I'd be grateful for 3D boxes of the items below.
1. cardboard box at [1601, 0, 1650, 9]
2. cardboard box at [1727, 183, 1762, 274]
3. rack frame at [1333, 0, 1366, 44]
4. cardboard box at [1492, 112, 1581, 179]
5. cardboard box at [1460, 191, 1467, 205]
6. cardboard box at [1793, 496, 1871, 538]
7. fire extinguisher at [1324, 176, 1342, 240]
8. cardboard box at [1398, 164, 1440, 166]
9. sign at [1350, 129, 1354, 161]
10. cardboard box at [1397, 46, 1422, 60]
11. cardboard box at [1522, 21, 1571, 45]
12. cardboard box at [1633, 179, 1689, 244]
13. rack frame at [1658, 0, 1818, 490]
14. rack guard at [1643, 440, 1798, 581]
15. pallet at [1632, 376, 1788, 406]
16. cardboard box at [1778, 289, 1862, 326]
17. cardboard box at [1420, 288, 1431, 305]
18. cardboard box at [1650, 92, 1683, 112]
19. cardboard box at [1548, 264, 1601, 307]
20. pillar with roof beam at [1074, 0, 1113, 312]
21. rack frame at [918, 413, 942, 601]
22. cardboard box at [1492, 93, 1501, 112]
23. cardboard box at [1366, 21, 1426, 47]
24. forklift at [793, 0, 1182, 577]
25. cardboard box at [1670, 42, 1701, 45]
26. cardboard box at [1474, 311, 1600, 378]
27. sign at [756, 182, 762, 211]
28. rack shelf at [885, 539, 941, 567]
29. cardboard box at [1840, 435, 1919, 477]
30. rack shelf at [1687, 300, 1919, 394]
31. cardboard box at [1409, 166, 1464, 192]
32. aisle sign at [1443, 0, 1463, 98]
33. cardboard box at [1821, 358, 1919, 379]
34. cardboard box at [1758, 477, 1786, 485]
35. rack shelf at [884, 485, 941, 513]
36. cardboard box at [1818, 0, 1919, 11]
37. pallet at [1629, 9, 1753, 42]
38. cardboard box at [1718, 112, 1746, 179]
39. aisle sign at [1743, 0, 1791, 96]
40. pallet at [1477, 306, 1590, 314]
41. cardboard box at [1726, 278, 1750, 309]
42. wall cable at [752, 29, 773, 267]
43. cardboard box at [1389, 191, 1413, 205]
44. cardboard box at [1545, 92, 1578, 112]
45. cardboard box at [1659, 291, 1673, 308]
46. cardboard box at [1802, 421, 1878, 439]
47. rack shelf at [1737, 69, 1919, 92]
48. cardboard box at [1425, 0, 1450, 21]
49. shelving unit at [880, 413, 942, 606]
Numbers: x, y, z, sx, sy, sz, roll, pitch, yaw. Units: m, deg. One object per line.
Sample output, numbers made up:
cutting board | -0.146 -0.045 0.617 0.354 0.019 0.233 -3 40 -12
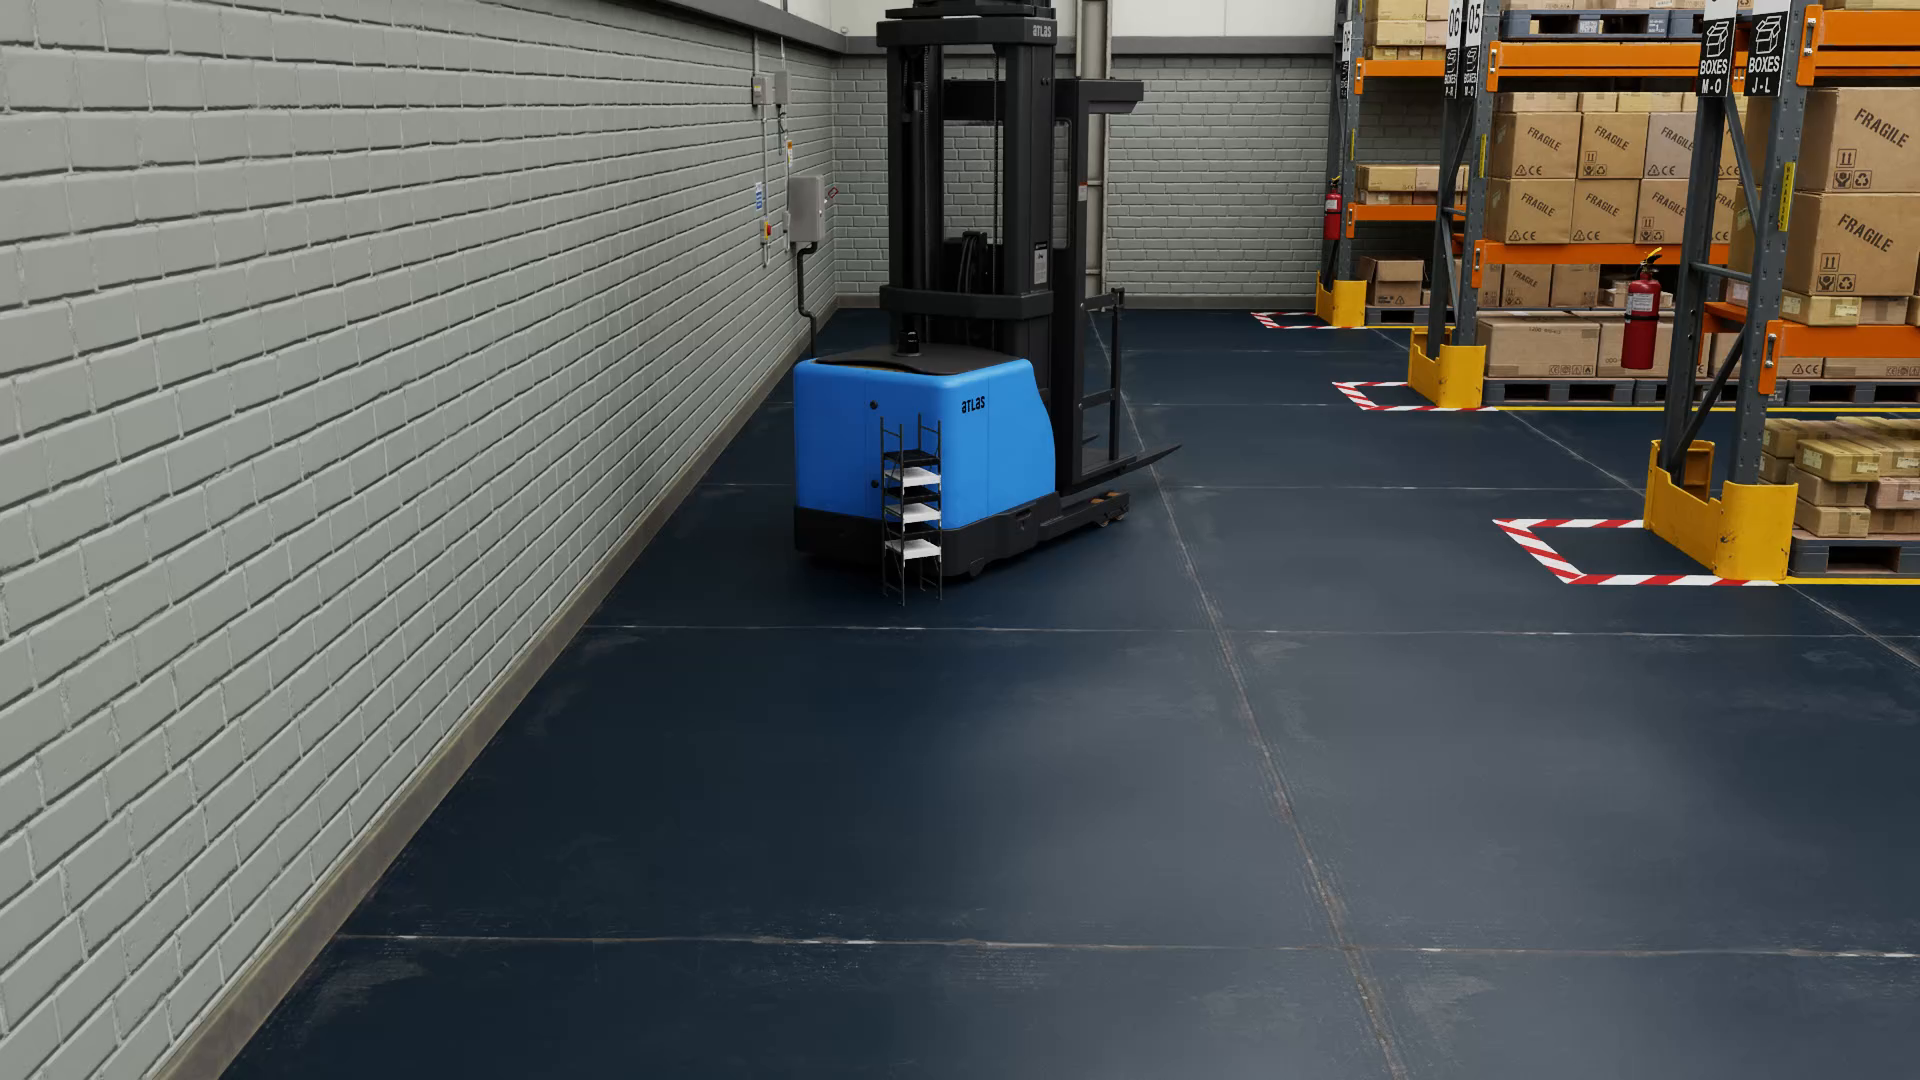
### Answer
cardboard box | 5.143 -4.169 12.854 0.250 0.149 0.380 1 15 3
cardboard box | 4.491 -1.646 8.920 0.500 0.500 0.500 1 15 3
rack frame | 4.184 -6.821 17.553 0.127 3.000 1.000 0 15 1
cardboard box | 4.533 -3.110 13.093 0.500 0.500 0.500 0 15 0
cardboard box | 5.541 -3.726 18.076 0.250 0.149 0.380 1 15 2
cardboard box | 4.551 -0.131 8.721 0.250 0.149 0.380 1 15 3
fire extinguisher | 4.025 -3.586 17.933 0.183 0.674 0.296 0 15 1
cardboard box | 5.166 -4.052 18.531 0.500 0.250 0.500 0 15 2
sign | 4.170 -4.200 17.684 0.005 0.325 0.100 0 15 1
cardboard box | 4.759 -5.193 17.754 0.250 0.149 0.380 1 15 2
cardboard box | 6.158 -5.367 17.634 0.500 0.250 0.500 0 15 1
cardboard box | 5.548 -2.622 13.203 0.500 0.500 0.500 0 15 1
rack frame | 4.035 -1.391 8.733 0.127 3.000 1.000 0 15 1
rack guard | 4.111 -0.182 9.050 0.348 0.500 1.175 0 15 1
pallet | 6.078 -1.312 13.899 1.213 0.211 1.003 0 15 1
cardboard box | 4.351 -1.184 8.440 0.250 0.149 0.380 0 15 1
cardboard box | 5.216 -2.704 18.474 0.250 0.149 0.380 0 15 -1
cardboard box | 5.457 -3.427 13.022 0.250 0.149 0.380 1 15 2
cardboard box | 6.684 -2.864 18.393 0.500 0.500 0.700 0 15 -1
pillar with roof beam | 1.401 -5.970 14.330 0.400 9.000 9.100 0 15 1
rack frame | -0.149 -0.163 8.194 0.006 0.900 0.240 -7 17 -26
cardboard box | 4.425 -3.548 13.482 0.250 0.149 0.380 1 15 2
cardboard box | 4.620 -5.369 17.642 0.500 0.250 0.500 0 15 1
forklift | 0.340 -1.550 9.471 1.130 2.935 3.031 9 17 32
cardboard box | 7.694 -5.355 17.588 0.500 0.250 0.500 0 15 2
cardboard box | 4.723 -1.640 13.874 0.875 0.438 0.875 0 15 0
sign | -1.639 -2.804 13.558 0.001 0.218 0.327 0 15 1
rack shelf | -0.239 0.055 8.203 0.200 0.077 0.258 -7 17 -26
cardboard box | 4.829 -0.442 8.736 0.250 0.149 0.380 1 15 2
rack shelf | 6.035 -1.030 8.776 4.000 0.370 1.077 0 15 1
cardboard box | 5.134 -3.917 18.016 0.500 0.250 0.500 1 15 2
aisle sign | 3.997 -3.991 13.490 0.004 0.787 0.394 0 15 1
cardboard box | 7.434 -1.624 13.814 0.875 0.438 0.875 0 15 1
cardboard box | 4.567 -0.266 9.232 0.250 0.149 0.380 1 15 2
rack shelf | -0.239 -0.206 8.135 0.200 0.077 0.258 -7 17 -26
cardboard box | 4.478 -2.701 8.112 0.500 0.250 0.500 1 15 3
pallet | 6.025 -4.052 13.113 1.213 0.211 1.003 0 15 1
cardboard box | 6.063 -3.104 13.070 0.500 0.500 0.500 0 15 2
aisle sign | 3.955 -2.572 8.114 0.004 0.787 0.394 0 15 1
pallet | 6.273 -2.558 18.621 1.213 0.211 1.003 0 15 1
cardboard box | 4.368 -1.340 9.030 0.250 0.149 0.380 0 15 1
wall cable | -1.577 -3.191 13.503 0.123 1.953 0.585 0 15 1
cardboard box | 4.761 -3.737 18.116 0.250 0.149 0.380 1 15 3
cardboard box | 4.672 -3.443 13.083 0.250 0.149 0.380 1 15 3
cardboard box | 7.618 -2.647 18.260 0.250 0.149 0.380 0 15 0
cardboard box | 4.821 -0.548 9.138 0.250 0.149 0.380 1 15 3
rack shelf | 10.182 -4.984 17.879 4.000 0.370 1.077 0 15 1
cardboard box | 5.129 -5.608 17.569 0.500 0.250 0.500 0 15 1
shelving unit | -0.239 -0.151 8.149 0.210 0.900 0.258 -7 17 -26
